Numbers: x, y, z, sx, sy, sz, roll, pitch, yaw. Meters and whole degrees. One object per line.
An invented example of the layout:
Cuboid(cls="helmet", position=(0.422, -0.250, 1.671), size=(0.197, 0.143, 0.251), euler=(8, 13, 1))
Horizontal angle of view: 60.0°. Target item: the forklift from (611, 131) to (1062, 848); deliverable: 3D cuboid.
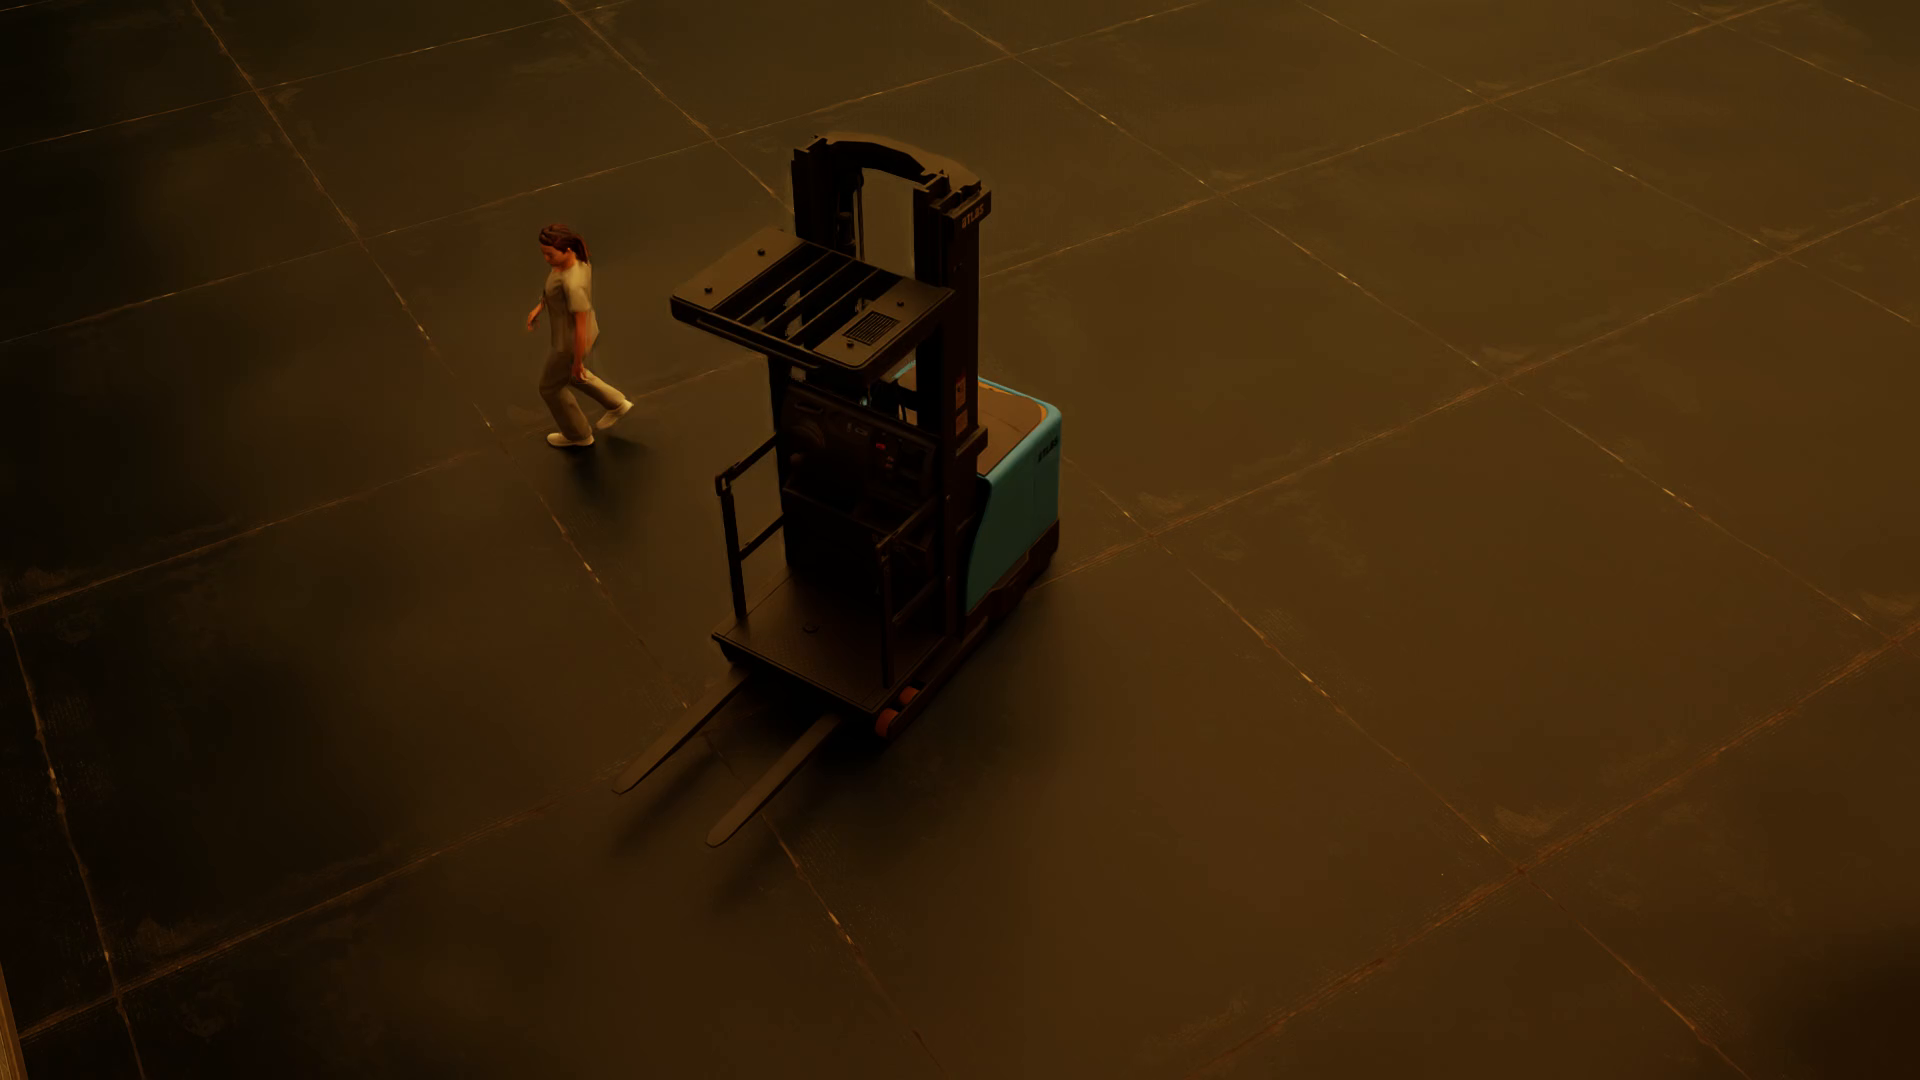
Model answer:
Cuboid(cls="forklift", position=(-0.640, -0.398, 8.326), size=(1.130, 2.935, 3.031), euler=(23, 46, 24))

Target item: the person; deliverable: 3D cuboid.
Cuboid(cls="person", position=(-2.416, -1.230, 10.274), size=(0.557, 1.630, 0.616), euler=(4, 41, 5))
